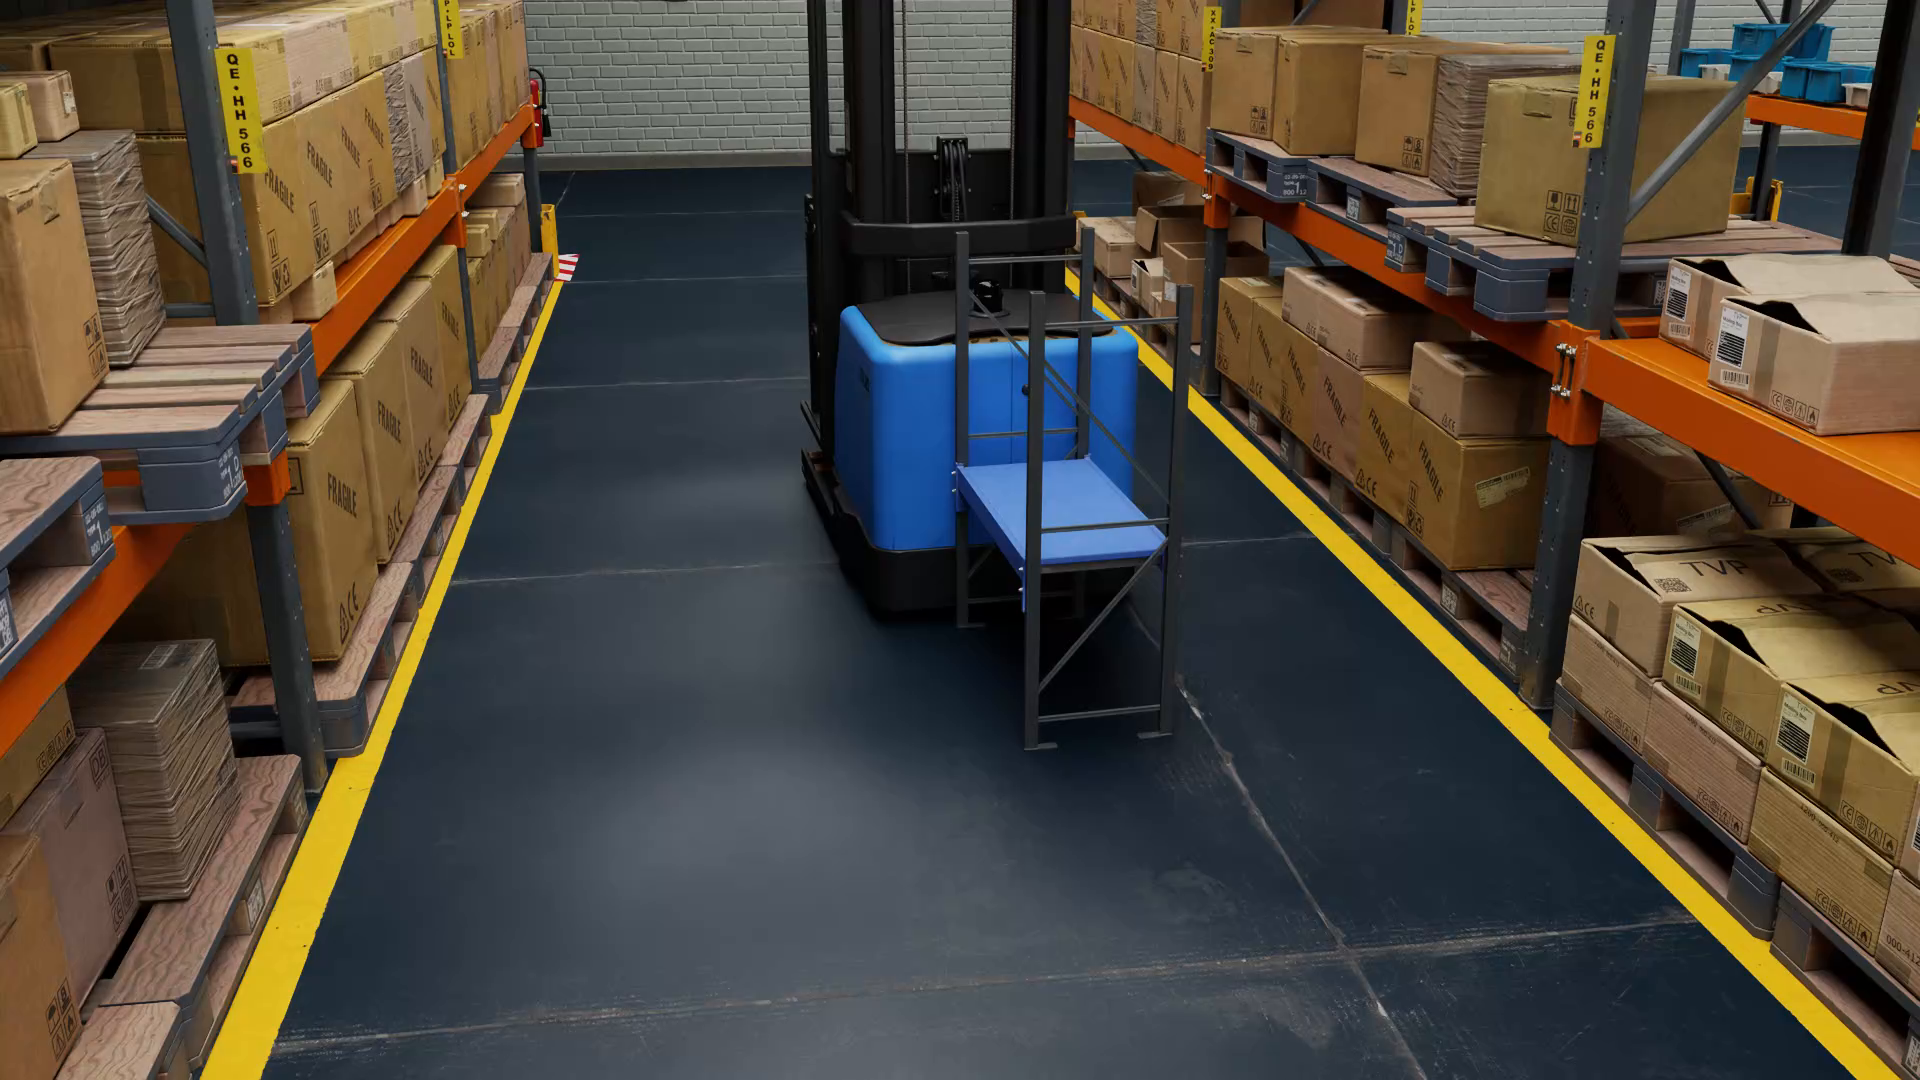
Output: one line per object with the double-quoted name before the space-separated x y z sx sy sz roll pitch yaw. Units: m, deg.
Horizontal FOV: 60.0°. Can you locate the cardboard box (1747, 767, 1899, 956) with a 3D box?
"cardboard box" 2.373 0.776 4.180 0.500 0.250 0.500 -3 21 -9

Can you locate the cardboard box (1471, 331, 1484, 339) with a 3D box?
"cardboard box" 2.347 -0.783 7.970 0.500 0.500 0.500 -3 21 -7

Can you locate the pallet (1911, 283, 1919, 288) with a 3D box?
"pallet" 6.615 -1.445 10.783 1.003 0.211 1.213 -3 21 -8

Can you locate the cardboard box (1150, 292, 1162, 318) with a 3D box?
"cardboard box" 1.381 -1.430 10.204 0.380 0.149 0.250 -3 21 -8

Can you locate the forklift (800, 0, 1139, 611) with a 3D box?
"forklift" -0.136 -1.587 7.275 1.130 2.935 3.031 -4 21 -12

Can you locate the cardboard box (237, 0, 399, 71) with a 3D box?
"cardboard box" -2.586 -2.043 6.730 0.500 0.250 0.500 -3 21 -7

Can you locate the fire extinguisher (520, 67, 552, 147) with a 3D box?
"fire extinguisher" -3.186 -3.248 12.269 0.296 0.674 0.183 -3 21 -8

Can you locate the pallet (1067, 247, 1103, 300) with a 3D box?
"pallet" 1.407 -2.026 12.339 1.003 0.211 1.213 -3 21 -8

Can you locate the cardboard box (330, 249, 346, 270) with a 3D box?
"cardboard box" -2.499 -1.075 6.138 0.380 0.149 0.250 -3 21 -7

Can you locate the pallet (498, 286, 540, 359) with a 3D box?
"pallet" -3.256 -1.383 10.617 1.003 0.211 1.213 -3 21 -8

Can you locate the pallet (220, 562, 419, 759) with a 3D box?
"pallet" -2.507 0.416 5.801 1.003 0.211 1.213 -3 21 -8

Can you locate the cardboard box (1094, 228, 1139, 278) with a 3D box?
"cardboard box" 1.222 -2.004 11.596 0.500 0.250 0.500 -3 21 -8

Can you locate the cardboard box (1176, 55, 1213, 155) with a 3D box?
"cardboard box" 1.531 -2.457 9.364 0.500 0.500 0.500 -3 21 -7

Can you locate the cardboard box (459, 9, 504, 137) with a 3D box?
"cardboard box" -3.321 -2.832 10.084 0.980 0.700 0.700 -4 21 -10

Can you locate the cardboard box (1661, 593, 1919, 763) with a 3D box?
"cardboard box" 2.303 0.341 4.543 0.500 0.311 0.500 -3 21 -9

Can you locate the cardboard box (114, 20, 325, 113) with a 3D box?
"cardboard box" -2.356 -1.517 5.322 0.500 0.250 0.500 -3 21 -9

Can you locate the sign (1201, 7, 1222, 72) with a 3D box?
"sign" 1.321 -2.625 8.721 0.100 0.325 0.005 -3 21 -8

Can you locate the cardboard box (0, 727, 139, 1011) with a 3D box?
"cardboard box" -2.353 0.782 3.779 0.700 0.500 0.500 -3 21 -8

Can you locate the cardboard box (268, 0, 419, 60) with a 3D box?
"cardboard box" -2.660 -2.219 7.202 0.500 0.250 0.500 -2 21 -7

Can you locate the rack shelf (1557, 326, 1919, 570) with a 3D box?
"rack shelf" 2.722 0.165 3.517 1.077 0.370 4.000 -3 21 -8

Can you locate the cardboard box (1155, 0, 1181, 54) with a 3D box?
"cardboard box" 1.451 -3.104 9.669 0.500 0.500 0.500 -3 21 -9

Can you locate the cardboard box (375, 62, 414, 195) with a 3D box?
"cardboard box" -2.581 -1.697 6.875 0.500 0.500 0.500 -3 21 -8

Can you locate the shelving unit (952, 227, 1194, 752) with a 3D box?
"shelving unit" 0.340 -0.214 5.647 0.538 1.500 1.048 -4 21 -12

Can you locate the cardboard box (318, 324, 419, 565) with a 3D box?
"cardboard box" -2.564 -0.368 6.387 0.750 0.750 0.750 -3 21 -8

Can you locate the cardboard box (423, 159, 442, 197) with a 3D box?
"cardboard box" -2.656 -1.701 7.815 0.380 0.149 0.250 -3 21 -7

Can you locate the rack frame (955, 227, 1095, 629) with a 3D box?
"rack frame" 0.230 -0.388 6.111 0.500 1.500 0.032 -4 21 -12

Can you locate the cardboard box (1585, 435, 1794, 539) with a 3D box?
"cardboard box" 2.651 -0.072 6.066 0.500 0.500 0.500 -2 21 -5

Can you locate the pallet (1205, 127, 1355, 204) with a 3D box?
"pallet" 1.864 -1.878 8.231 1.003 0.211 1.213 -3 21 -8

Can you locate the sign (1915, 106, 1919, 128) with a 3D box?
"sign" 2.982 -1.436 5.120 0.100 0.325 0.005 -3 21 -8

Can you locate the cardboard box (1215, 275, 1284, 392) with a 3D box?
"cardboard box" 1.686 -1.105 8.832 0.500 0.500 0.500 -4 21 -10

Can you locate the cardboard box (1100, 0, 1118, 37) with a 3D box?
"cardboard box" 1.234 -3.629 11.073 0.500 0.500 0.500 -3 21 -7

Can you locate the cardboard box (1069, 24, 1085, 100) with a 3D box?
"cardboard box" 1.084 -3.515 12.196 0.500 0.500 0.500 -2 21 -7

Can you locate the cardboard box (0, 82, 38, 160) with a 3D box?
"cardboard box" -2.327 -0.942 3.752 0.380 0.149 0.250 -6 21 -17

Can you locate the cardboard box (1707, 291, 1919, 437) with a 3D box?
"cardboard box" 2.371 -0.504 4.405 0.500 0.311 0.500 -3 21 -8

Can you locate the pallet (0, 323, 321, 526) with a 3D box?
"pallet" -2.260 -0.283 3.960 1.213 0.211 1.003 -3 21 -8

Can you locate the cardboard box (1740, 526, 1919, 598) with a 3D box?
"cardboard box" 2.753 0.133 5.102 0.500 0.311 0.500 -2 21 -6

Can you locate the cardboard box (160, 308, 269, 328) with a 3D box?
"cardboard box" -2.286 -0.631 4.949 0.380 0.149 0.250 -3 21 -9

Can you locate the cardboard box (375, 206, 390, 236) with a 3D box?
"cardboard box" -2.576 -1.346 6.862 0.380 0.149 0.250 -3 21 -9

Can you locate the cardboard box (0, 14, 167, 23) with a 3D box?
"cardboard box" -2.932 -1.662 5.710 0.500 0.250 0.500 -3 21 -9

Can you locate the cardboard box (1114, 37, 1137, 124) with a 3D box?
"cardboard box" 1.303 -2.989 10.790 0.500 0.500 0.500 -3 21 -7

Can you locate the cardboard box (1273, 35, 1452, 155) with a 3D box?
"cardboard box" 1.866 -2.083 7.764 0.700 0.500 0.500 0 20 1

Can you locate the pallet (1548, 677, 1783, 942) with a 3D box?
"pallet" 2.514 0.728 4.964 1.003 0.211 1.213 -3 21 -8

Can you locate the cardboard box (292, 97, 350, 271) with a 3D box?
"cardboard box" -2.351 -1.172 5.471 0.500 0.500 0.500 -2 21 -6

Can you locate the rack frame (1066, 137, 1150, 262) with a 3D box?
"rack frame" 1.280 -3.635 12.661 1.000 3.000 0.127 -3 21 -8

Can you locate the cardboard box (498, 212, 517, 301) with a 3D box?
"cardboard box" -3.276 -1.825 10.787 0.700 0.500 0.500 -4 21 -10

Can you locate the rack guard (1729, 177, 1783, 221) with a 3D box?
"rack guard" 6.166 -2.720 13.784 1.175 0.500 0.348 -3 21 -8

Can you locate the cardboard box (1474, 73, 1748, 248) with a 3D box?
"cardboard box" 2.231 -1.321 5.722 0.700 0.500 0.500 -10 23 -26

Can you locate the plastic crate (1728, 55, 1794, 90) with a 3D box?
"plastic crate" 5.987 -3.503 12.461 0.416 0.233 0.300 -3 21 -8

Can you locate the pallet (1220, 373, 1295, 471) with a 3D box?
"pallet" 2.012 -0.664 8.692 1.003 0.211 1.213 -3 21 -8

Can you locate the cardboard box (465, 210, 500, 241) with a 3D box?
"cardboard box" -2.995 -1.901 10.064 0.380 0.149 0.250 -4 21 -9

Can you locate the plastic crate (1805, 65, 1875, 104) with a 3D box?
"plastic crate" 6.125 -3.171 11.573 0.416 0.233 0.300 -3 21 -8

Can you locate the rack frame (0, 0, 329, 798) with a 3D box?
"rack frame" -2.468 -0.614 4.572 1.000 3.000 0.127 -3 21 -8

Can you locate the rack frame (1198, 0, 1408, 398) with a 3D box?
"rack frame" 1.857 -2.250 8.953 1.000 3.000 0.127 -3 21 -8

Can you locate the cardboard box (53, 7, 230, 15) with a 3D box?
"cardboard box" -3.006 -1.838 6.182 0.500 0.250 0.500 -3 21 -9

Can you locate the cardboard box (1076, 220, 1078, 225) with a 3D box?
"cardboard box" 1.001 -2.343 12.648 0.380 0.149 0.250 -3 21 -8

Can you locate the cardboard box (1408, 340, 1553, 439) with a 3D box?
"cardboard box" 2.054 -0.583 6.361 0.500 0.250 0.500 -2 21 -6

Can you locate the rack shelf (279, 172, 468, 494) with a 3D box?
"rack shelf" -2.756 -0.969 6.552 1.077 0.370 4.000 -3 21 -8

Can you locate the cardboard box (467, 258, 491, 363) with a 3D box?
"cardboard box" -3.051 -1.289 9.351 0.700 0.500 0.500 -3 21 -7

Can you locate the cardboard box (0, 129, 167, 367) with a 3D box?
"cardboard box" -2.390 -0.704 4.044 0.700 0.500 0.500 -5 21 -14

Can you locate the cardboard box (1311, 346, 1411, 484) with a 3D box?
"cardboard box" 1.910 -0.573 7.406 0.500 0.500 0.500 -4 21 -10
